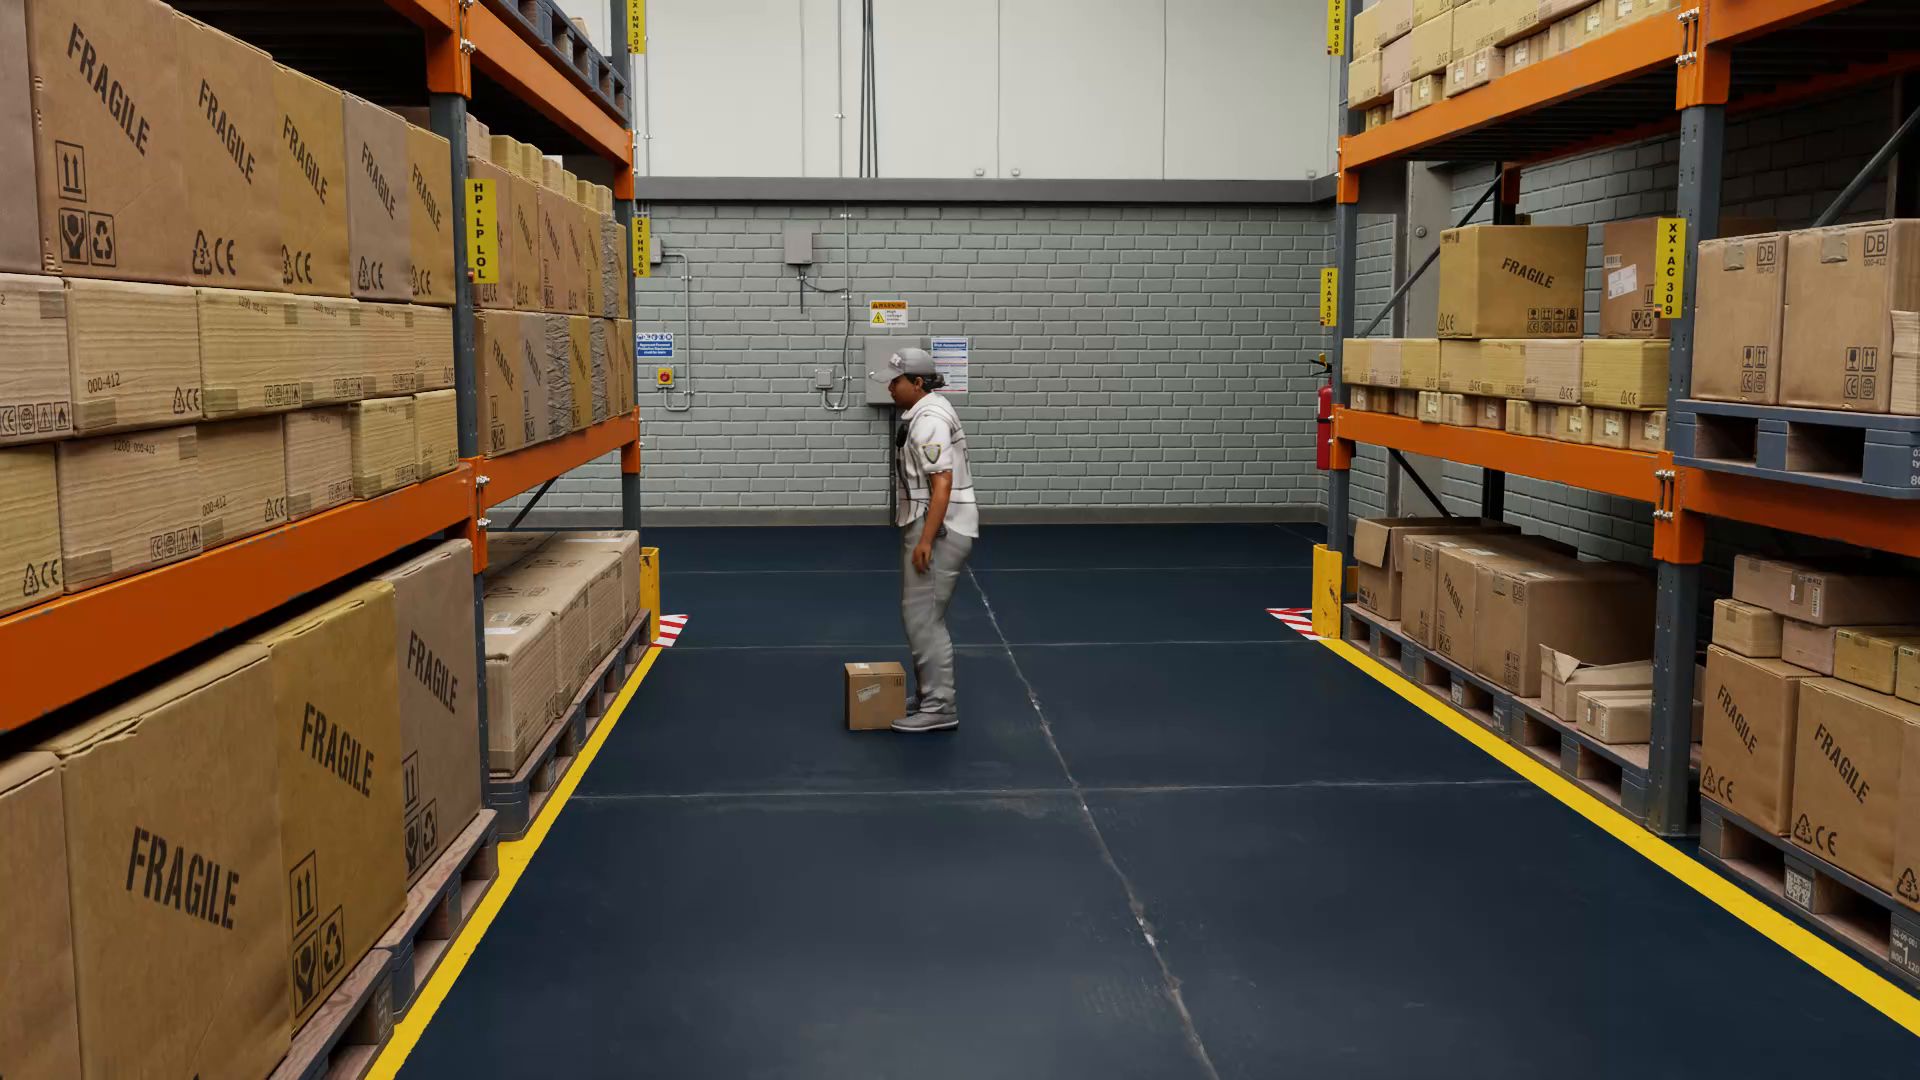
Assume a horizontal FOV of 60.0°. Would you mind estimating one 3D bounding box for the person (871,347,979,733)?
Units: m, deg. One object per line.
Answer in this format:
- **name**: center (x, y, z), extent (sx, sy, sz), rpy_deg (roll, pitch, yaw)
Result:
- **person**: center (-0.160, -0.013, 7.324), extent (0.462, 1.667, 0.561), rpy_deg (-1, 7, -6)
